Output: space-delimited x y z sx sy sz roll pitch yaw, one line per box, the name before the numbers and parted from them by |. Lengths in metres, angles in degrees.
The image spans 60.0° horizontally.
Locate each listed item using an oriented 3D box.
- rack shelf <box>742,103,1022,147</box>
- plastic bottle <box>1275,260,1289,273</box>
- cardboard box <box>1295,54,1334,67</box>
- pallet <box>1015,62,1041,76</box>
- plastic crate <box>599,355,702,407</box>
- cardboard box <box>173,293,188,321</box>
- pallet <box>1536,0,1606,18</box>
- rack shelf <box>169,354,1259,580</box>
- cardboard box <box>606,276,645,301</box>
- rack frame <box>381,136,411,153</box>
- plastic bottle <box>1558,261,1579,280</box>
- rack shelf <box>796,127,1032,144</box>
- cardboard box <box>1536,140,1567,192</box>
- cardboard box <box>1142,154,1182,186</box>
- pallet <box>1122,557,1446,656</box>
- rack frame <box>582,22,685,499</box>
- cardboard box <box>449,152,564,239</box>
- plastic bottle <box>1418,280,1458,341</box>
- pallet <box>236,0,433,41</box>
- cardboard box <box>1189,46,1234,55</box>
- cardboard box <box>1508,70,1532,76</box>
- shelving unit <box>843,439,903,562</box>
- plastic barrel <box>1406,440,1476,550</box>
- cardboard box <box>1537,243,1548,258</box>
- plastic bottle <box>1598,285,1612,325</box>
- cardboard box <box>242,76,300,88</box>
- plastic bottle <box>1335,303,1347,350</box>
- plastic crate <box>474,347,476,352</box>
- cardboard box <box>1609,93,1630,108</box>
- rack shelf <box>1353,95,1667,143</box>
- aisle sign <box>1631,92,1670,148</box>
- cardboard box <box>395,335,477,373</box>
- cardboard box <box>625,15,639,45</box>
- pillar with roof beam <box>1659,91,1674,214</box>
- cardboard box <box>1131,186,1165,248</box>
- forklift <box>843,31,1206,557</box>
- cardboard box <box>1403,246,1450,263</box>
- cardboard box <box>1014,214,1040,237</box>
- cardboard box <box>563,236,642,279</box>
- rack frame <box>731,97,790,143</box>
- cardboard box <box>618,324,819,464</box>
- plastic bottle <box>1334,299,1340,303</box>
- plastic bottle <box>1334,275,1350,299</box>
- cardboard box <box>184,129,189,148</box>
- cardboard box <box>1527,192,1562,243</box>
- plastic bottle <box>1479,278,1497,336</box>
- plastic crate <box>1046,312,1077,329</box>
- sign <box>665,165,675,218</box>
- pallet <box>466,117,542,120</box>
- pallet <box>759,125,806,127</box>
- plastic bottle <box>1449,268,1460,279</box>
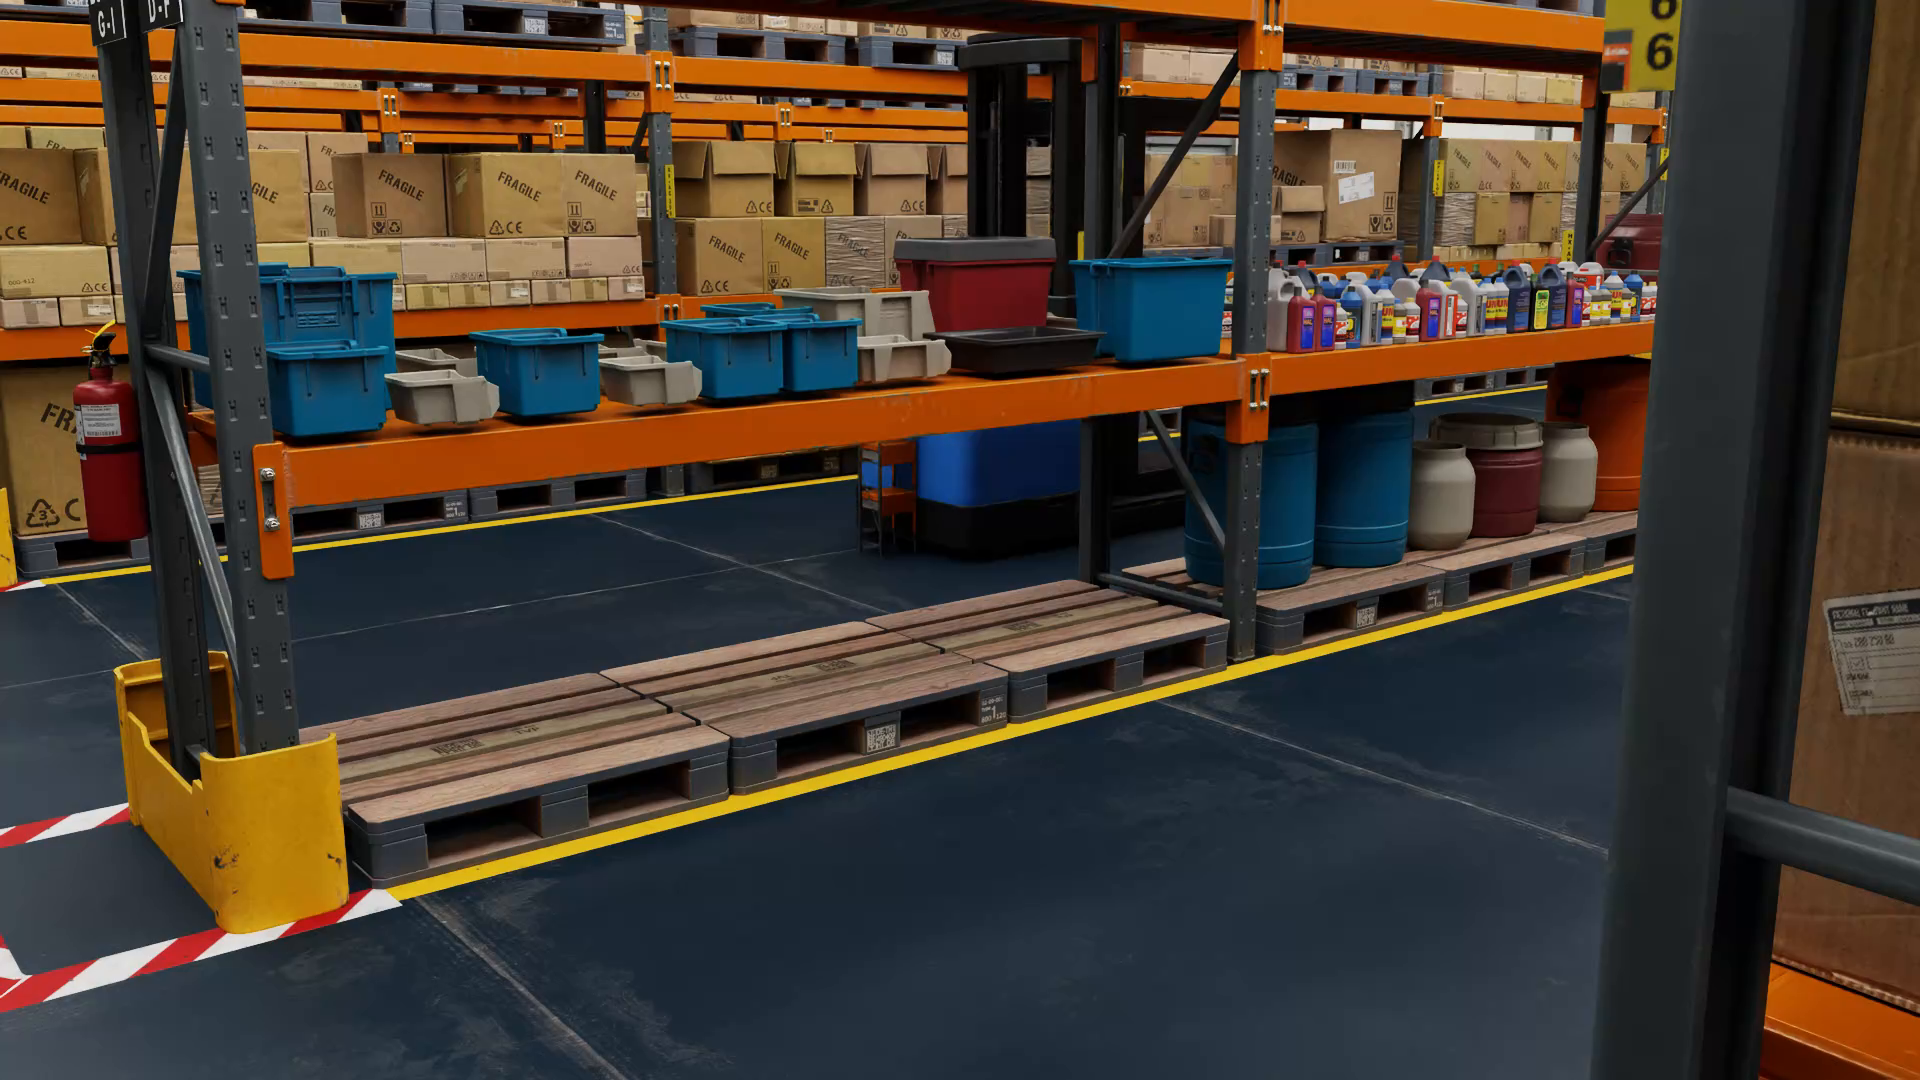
rack shelf | -0.512 -4.539 18.294 4.000 0.370 1.077 -9 15 -38
plastic bottle | 1.575 -1.197 8.161 0.185 0.351 0.144 -9 15 -38
cardboard box | 2.906 -4.422 14.749 0.637 0.503 0.797 -9 15 -35
pallet | 0.477 -3.629 12.733 1.003 0.211 1.213 -9 15 -35
plastic crate | -0.976 -0.501 5.255 0.298 0.136 0.250 -9 15 -38
cardboard box | -4.215 -1.279 9.036 0.250 0.149 0.380 -10 15 -39
pallet | 3.382 -2.835 8.991 1.213 0.211 1.003 -9 15 -38
rack shelf | -0.645 -0.413 6.084 4.000 0.370 1.077 -9 15 -38
cardboard box | -2.211 -1.612 10.604 0.250 0.149 0.380 -9 15 -37
rack frame | -8.348 -4.759 24.817 0.127 3.000 1.000 -9 15 -38
plastic bottle | 3.501 -1.479 9.671 0.135 0.276 0.152 -9 15 -38
rack shelf | -0.560 -5.848 24.458 4.000 0.370 1.077 -9 15 -38
cardboard box | 5.744 -3.763 16.765 0.500 0.500 0.500 -9 15 -38
cardboard box | 2.224 -4.465 20.475 0.550 0.550 0.875 -9 15 -38
pallet | 1.545 0.246 7.960 1.213 0.211 1.003 -9 15 -38
rack frame | -2.177 -1.828 11.014 0.127 3.000 1.000 -9 15 -38
cardboard box | -2.763 -2.099 10.133 0.500 0.500 0.500 -9 15 -37
plastic bottle | 2.239 -1.082 7.802 0.135 0.276 0.152 -9 15 -38
pallet | -3.775 -2.990 9.479 1.213 0.211 1.003 -9 15 -38
cardboard box | 1.872 -4.192 13.483 0.500 0.500 0.500 -9 15 -37
cardboard box | 5.333 -4.583 16.172 0.250 0.149 0.380 -10 15 -39
shelving unit | -0.480 -0.428 9.117 0.252 1.050 0.215 -10 16 -40
plastic barrel | 2.402 -0.231 8.475 0.421 0.512 0.421 0 12 0
cardboard box | 5.755 -2.959 16.945 0.250 0.149 0.380 -9 15 -38
plastic bottle | 3.329 -1.219 8.628 0.097 0.201 0.097 0 12 0
cardboard box | -5.809 -3.869 13.766 0.500 0.250 0.500 -9 15 -38
plastic bottle | 1.653 -0.941 7.316 0.097 0.201 0.097 0 12 0
plastic crate | -1.448 -0.576 5.611 0.243 0.136 0.396 -9 15 -38
cardboard box | 6.587 -4.610 17.255 0.500 0.250 0.500 -9 15 -37
rack shelf | 5.631 -4.241 16.888 4.000 0.370 1.077 -9 15 -38
aisle sign | 7.429 -4.616 17.886 0.004 0.787 0.394 -9 15 -38
cardboard box | -3.445 -0.804 10.299 0.875 0.875 0.875 -9 15 -38
cardboard box | -3.219 -4.790 15.660 0.258 0.266 0.396 -9 15 -38
pillar with roof beam | 22.907 -11.982 44.390 0.548 9.000 9.100 -9 15 -38
cardboard box | 1.343 -2.678 13.765 0.500 0.500 0.500 11 16 43
forklift | 0.766 -1.571 9.972 3.031 2.935 1.130 -10 16 -40
cardboard box | 4.425 -2.722 15.831 0.250 0.149 0.380 -9 15 -38
cardboard box | 0.323 -2.228 12.657 0.500 0.500 0.500 -10 15 -38
cardboard box | -2.358 -1.800 10.529 0.500 0.250 0.500 -10 15 -39
rack frame | -2.073 -3.164 17.309 0.127 3.000 1.000 -9 15 -38
cardboard box | -1.690 -1.080 11.598 0.875 0.875 1.225 -9 15 -37
plastic bottle | 1.710 -0.991 7.551 0.097 0.201 0.097 0 12 0
plastic bottle | 1.899 -1.177 8.262 0.097 0.271 0.097 0 12 0
cardboard box | -6.204 -3.092 13.604 0.500 0.500 0.500 -9 15 -36
cardboard box | 5.616 -3.307 17.025 0.500 0.500 0.875 -9 15 -38
plastic bottle | 2.528 -1.120 7.994 0.097 0.271 0.097 0 12 0
plastic crate | 0.464 -0.887 7.077 0.243 0.136 0.396 -9 15 -38
sign | -1.829 -2.200 10.493 0.005 0.325 0.100 -9 15 -38
pallet | -5.714 -5.237 20.302 1.003 0.211 1.213 -9 15 -35
pallet | -2.670 -5.786 22.885 1.003 0.211 1.213 -9 15 -38
plastic bottle | 2.671 -1.346 9.057 0.097 0.271 0.097 0 12 0
